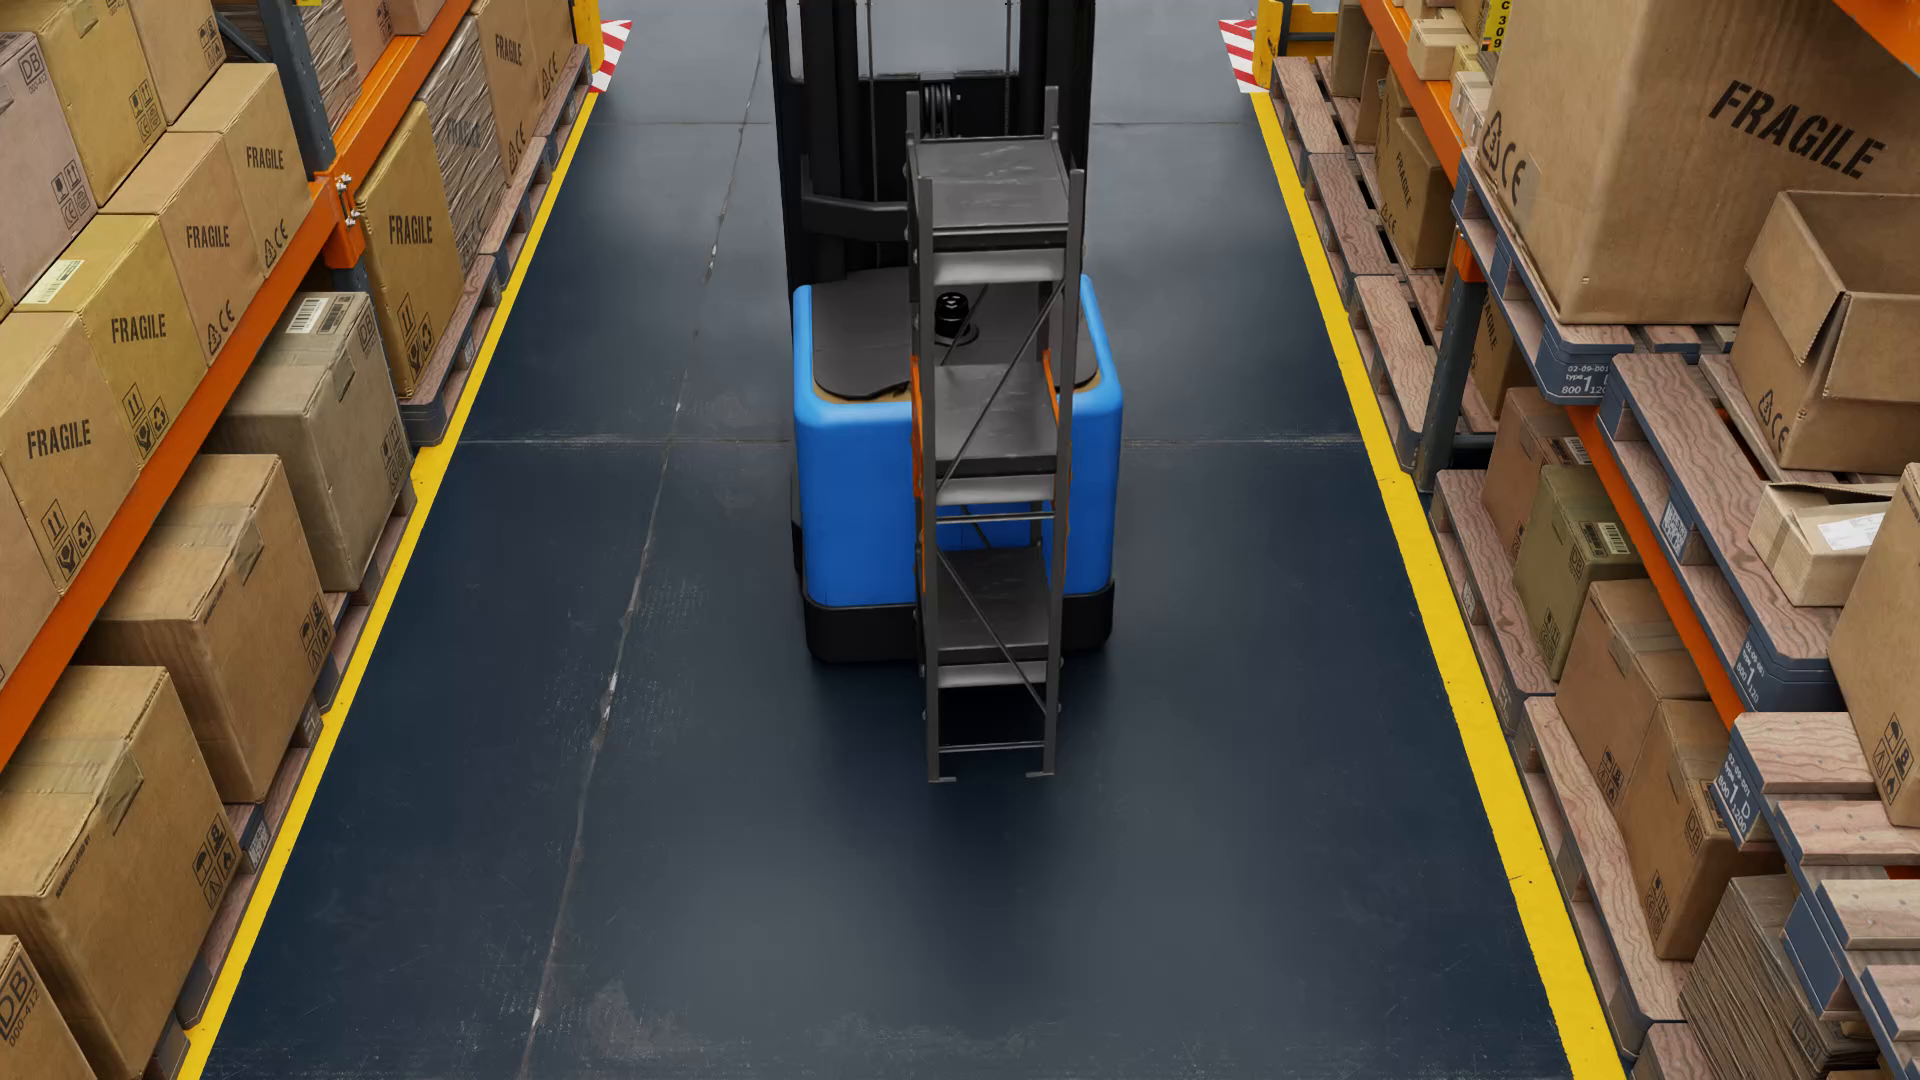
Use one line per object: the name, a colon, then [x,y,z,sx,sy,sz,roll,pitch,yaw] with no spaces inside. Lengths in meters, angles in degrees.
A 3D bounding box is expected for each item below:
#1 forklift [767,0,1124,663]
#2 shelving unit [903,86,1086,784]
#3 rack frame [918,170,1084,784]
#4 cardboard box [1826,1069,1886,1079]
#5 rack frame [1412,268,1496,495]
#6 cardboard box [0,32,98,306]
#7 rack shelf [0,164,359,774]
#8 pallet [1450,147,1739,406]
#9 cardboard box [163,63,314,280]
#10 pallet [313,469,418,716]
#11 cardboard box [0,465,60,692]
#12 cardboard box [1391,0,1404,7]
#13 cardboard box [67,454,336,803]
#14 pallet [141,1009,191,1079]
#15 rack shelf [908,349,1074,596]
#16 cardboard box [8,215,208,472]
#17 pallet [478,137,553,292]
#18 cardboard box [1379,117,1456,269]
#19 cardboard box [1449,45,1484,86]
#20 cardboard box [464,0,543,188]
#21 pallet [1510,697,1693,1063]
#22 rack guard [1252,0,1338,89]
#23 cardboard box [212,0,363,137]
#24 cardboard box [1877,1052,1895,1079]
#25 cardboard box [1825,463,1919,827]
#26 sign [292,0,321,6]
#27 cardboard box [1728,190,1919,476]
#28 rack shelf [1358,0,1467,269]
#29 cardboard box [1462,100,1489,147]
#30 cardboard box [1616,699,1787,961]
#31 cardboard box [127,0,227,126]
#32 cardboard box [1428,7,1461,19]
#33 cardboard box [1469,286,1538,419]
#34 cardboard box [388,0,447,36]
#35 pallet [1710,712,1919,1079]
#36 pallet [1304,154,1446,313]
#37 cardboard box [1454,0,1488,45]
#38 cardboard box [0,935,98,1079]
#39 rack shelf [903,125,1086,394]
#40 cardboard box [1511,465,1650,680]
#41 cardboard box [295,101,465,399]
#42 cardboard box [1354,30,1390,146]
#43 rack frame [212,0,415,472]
forklift: [-0.115,-1.638,5.950,1.130,2.935,3.031,-3,39,-4]
shelving unit: [0.079,-0.210,4.834,0.431,2.100,0.503,-3,39,-4]
rack frame: [0.099,-0.058,4.644,0.400,2.100,0.015,-3,39,-4]
cardboard box: [2.268,1.501,3.625,0.700,0.500,0.500,-2,39,-2]
rack frame: [2.284,-1.385,5.579,1.000,3.000,0.127,0,39,0]
cardboard box: [-2.666,-0.925,4.127,0.700,0.500,0.500,0,39,0]
rack shelf: [-2.673,0.087,4.318,1.077,0.370,4.000,0,39,0]
pallet: [2.140,-0.832,5.043,1.003,0.211,1.213,0,39,0]
cardboard box: [-2.408,-1.157,5.215,0.500,0.500,0.500,0,39,0]
pallet: [-2.600,0.126,5.924,1.003,0.211,1.213,0,39,0]
cardboard box: [-2.405,0.104,3.642,0.500,0.500,0.500,0,39,0]
cardboard box: [2.003,-2.359,6.996,0.380,0.149,0.250,0,39,0]
cardboard box: [-2.588,0.261,4.989,1.050,0.750,0.750,0,39,0]
pallet: [-2.597,1.652,4.020,1.003,0.211,1.213,0,39,0]
rack shelf: [0.079,-0.200,4.842,0.431,0.518,0.480,-3,39,-4]
cardboard box: [-2.407,-0.525,4.427,0.500,0.500,0.500,0,39,0]
pallet: [-2.603,-1.597,8.074,1.003,0.211,1.213,0,39,0]
cardboard box: [2.236,-1.570,7.473,0.500,0.500,0.500,-3,39,-4]
cardboard box: [2.059,-1.734,6.216,0.380,0.149,0.250,0,39,0]
cardboard box: [-2.610,-2.306,8.092,0.875,0.875,0.875,-1,39,-1]
pallet: [2.291,0.955,4.889,1.003,0.211,1.213,0,39,0]
rack guard: [2.280,-2.863,9.423,1.175,0.500,0.348,0,39,0]
cardboard box: [-2.688,-1.734,5.895,0.875,0.550,0.550,0,39,0]
cardboard box: [2.258,1.209,3.390,0.500,0.250,0.500,1,39,2]
cardboard box: [2.148,0.227,3.152,0.700,0.500,0.500,5,39,7]
sign: [-2.133,-1.872,5.324,0.100,0.325,0.005,0,39,0]
cardboard box: [2.379,-0.505,4.063,0.797,0.503,0.637,4,39,5]
rack shelf: [2.282,-2.355,7.365,1.077,0.370,4.000,0,39,0]
cardboard box: [1.990,-1.421,5.825,0.380,0.149,0.250,0,39,0]
cardboard box: [2.247,0.800,4.500,0.700,0.500,0.500,3,39,4]
cardboard box: [-2.669,-1.563,4.922,0.700,0.500,0.500,-1,39,-1]
cardboard box: [2.079,-2.046,6.606,0.380,0.149,0.250,0,39,0]
cardboard box: [2.324,-0.823,6.542,0.500,0.500,0.500,-1,39,-1]
cardboard box: [-2.594,-2.415,6.745,0.875,0.550,0.550,0,39,0]
pallet: [2.182,0.746,3.074,1.213,0.211,1.003,0,39,0]
pallet: [2.244,-1.481,7.930,1.003,0.211,1.213,0,39,0]
cardboard box: [2.380,-2.134,6.196,0.875,0.500,0.500,0,39,0]
cardboard box: [-2.582,1.390,3.580,1.050,0.750,0.750,-1,39,-1]
rack shelf: [0.079,-0.746,4.404,0.431,0.518,0.480,-3,39,-4]
cardboard box: [2.245,0.101,5.372,0.700,0.500,0.500,0,39,0]
cardboard box: [-2.607,-1.172,6.678,0.875,0.875,0.875,1,39,1]
cardboard box: [2.299,-2.310,8.397,0.500,0.500,0.500,10,40,12]
rack frame: [-2.676,-1.444,5.654,1.000,3.000,0.127,0,39,0]
